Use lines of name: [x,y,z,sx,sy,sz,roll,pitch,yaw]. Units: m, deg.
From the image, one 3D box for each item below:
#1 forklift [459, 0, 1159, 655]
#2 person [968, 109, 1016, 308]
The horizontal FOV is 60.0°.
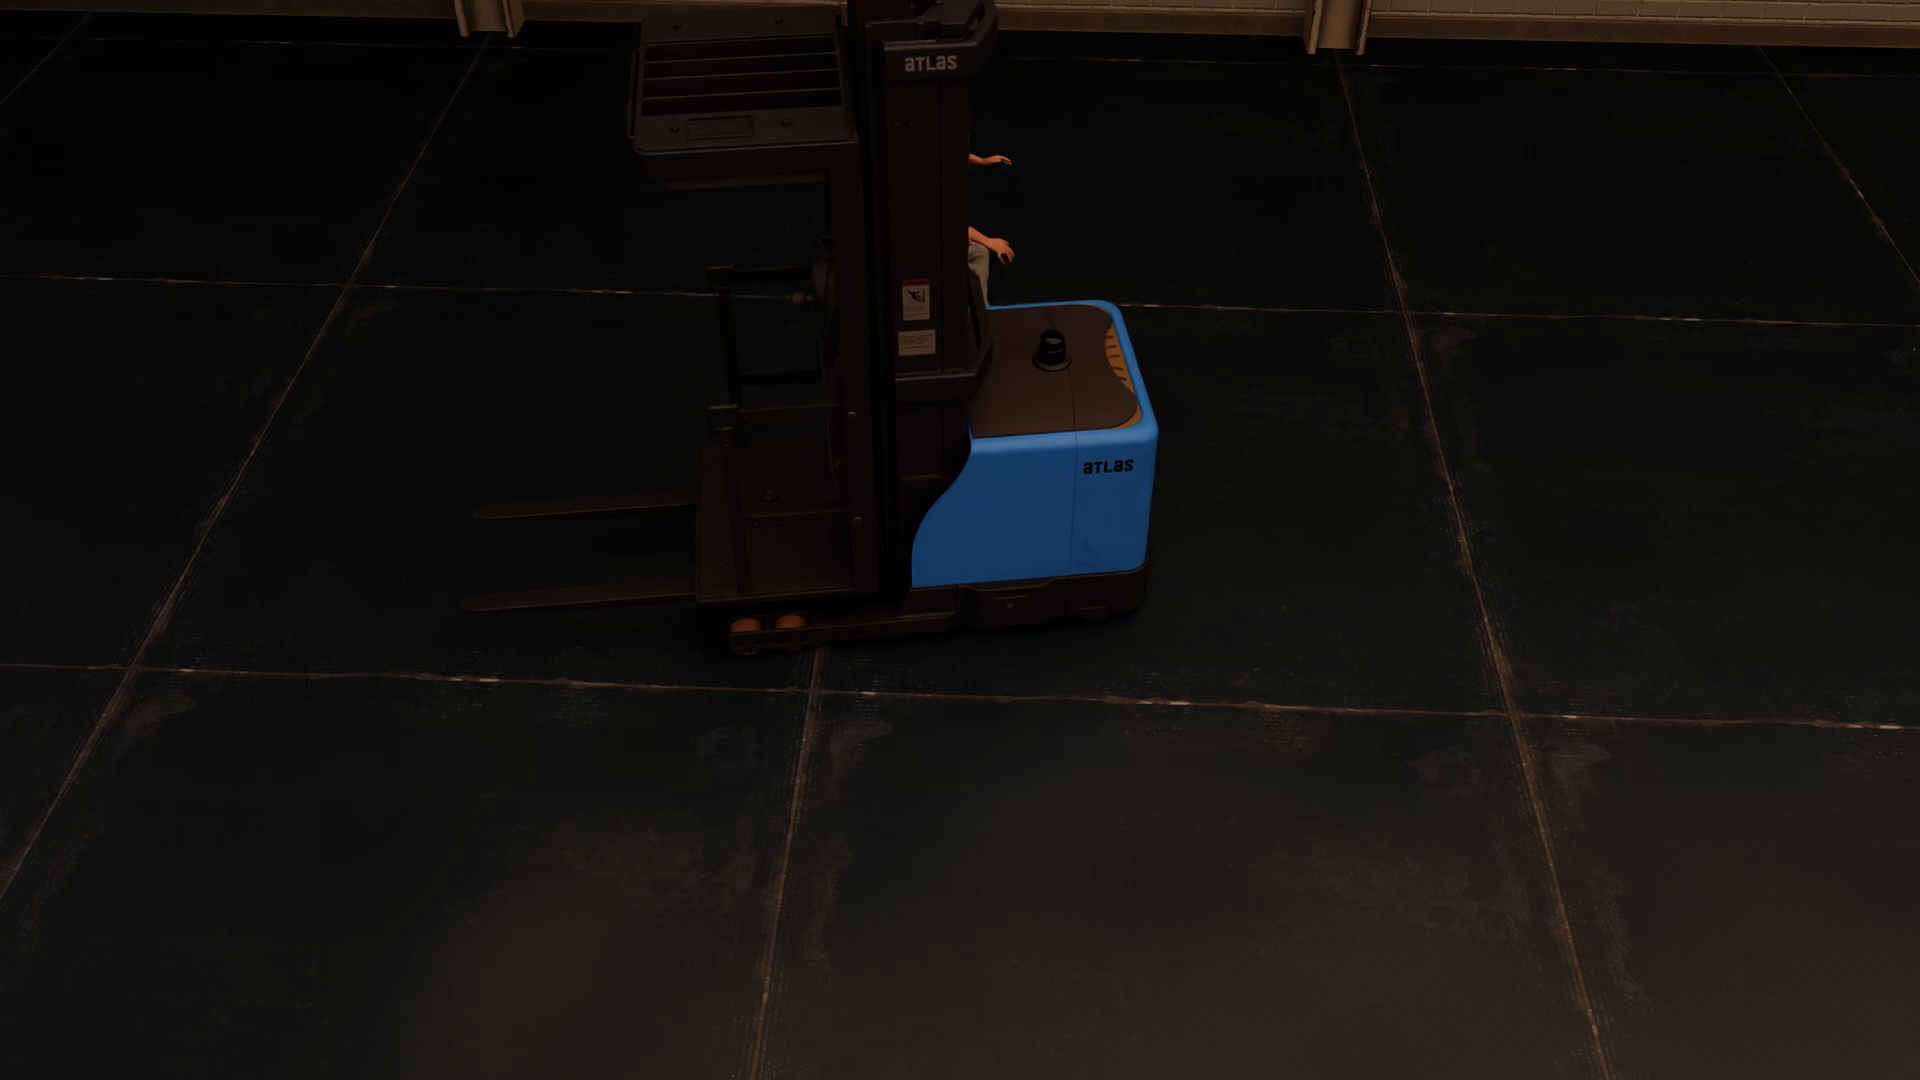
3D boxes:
forklift: [-0.717,-0.953,6.786,3.031,2.935,1.130,-4,43,-5]
person: [0.005,-1.531,8.525,0.819,1.431,0.880,-27,49,-27]
